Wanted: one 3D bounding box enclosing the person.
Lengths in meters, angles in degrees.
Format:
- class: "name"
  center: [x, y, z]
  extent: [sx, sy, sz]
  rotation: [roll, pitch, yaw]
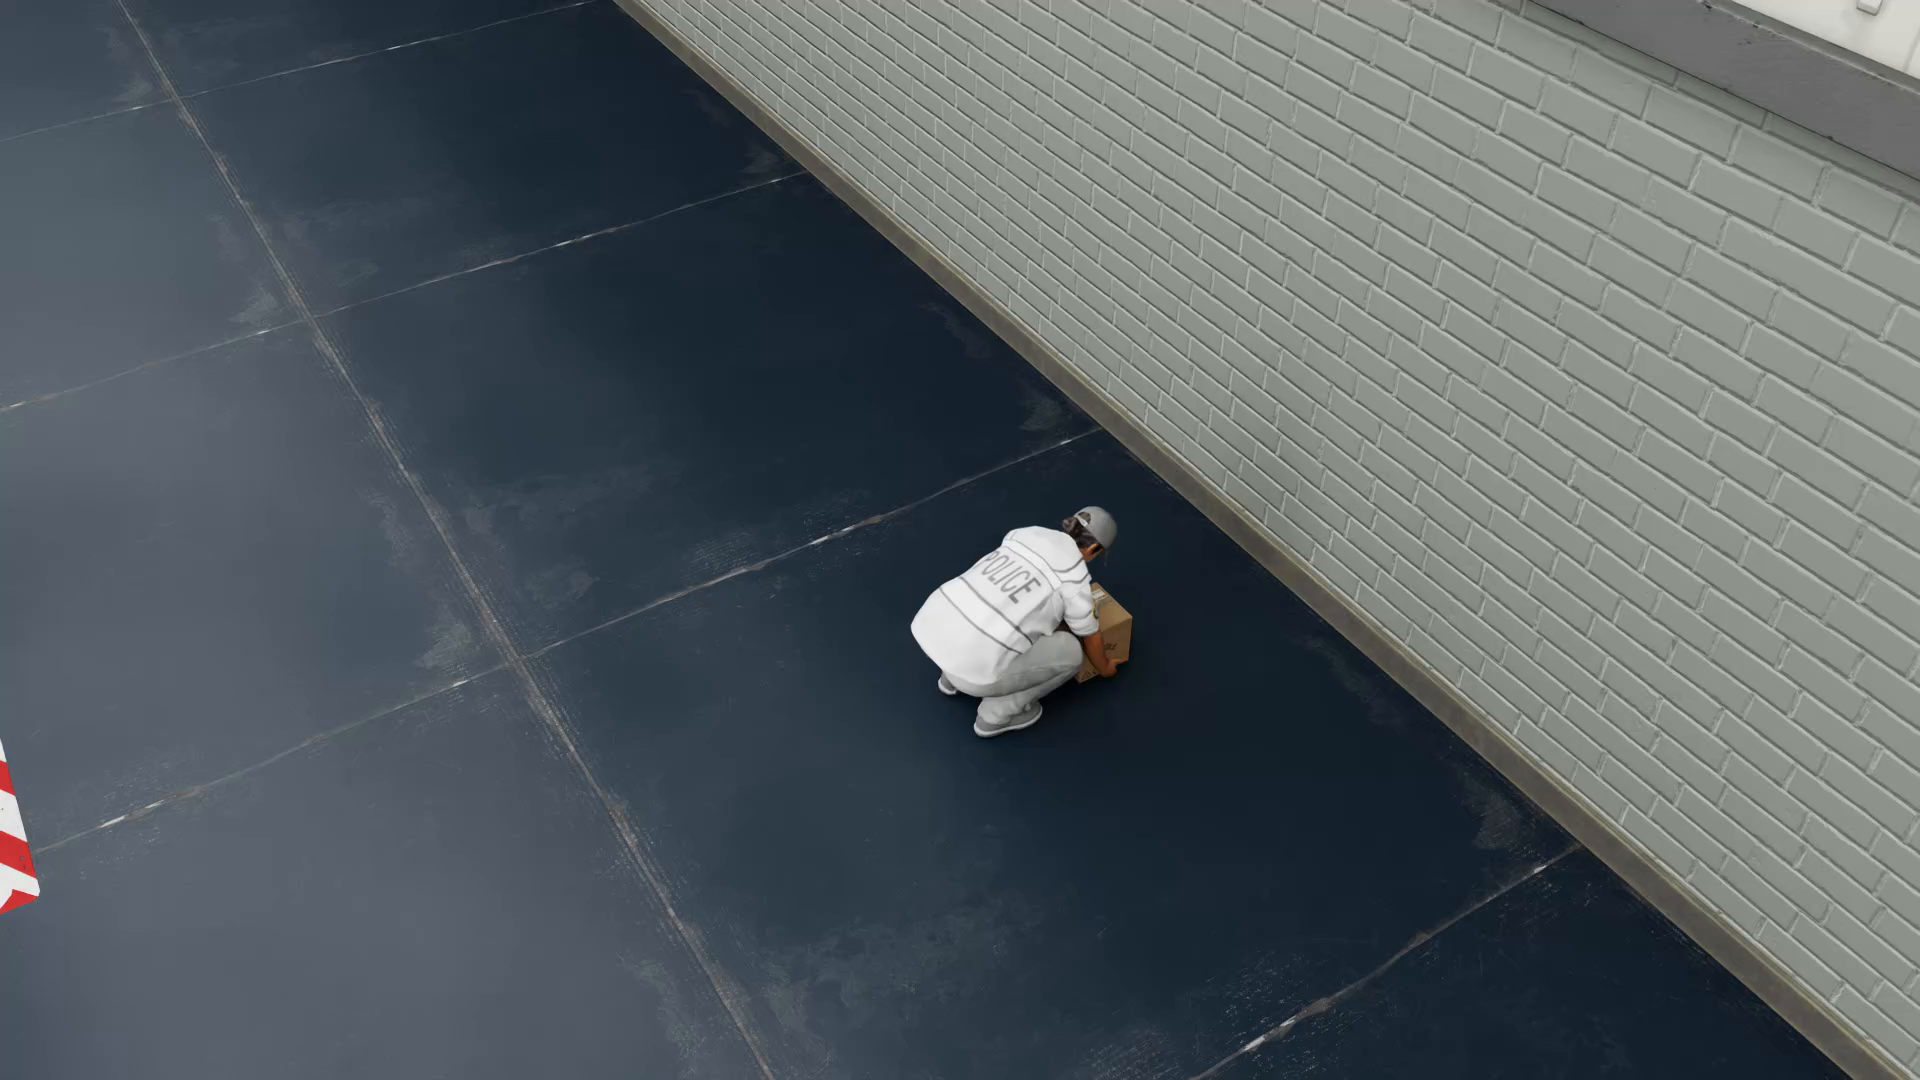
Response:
- class: "person"
  center: [0.250, 0.339, 6.524]
  extent: [0.907, 0.803, 0.500]
  rotation: [-23, 46, -24]
